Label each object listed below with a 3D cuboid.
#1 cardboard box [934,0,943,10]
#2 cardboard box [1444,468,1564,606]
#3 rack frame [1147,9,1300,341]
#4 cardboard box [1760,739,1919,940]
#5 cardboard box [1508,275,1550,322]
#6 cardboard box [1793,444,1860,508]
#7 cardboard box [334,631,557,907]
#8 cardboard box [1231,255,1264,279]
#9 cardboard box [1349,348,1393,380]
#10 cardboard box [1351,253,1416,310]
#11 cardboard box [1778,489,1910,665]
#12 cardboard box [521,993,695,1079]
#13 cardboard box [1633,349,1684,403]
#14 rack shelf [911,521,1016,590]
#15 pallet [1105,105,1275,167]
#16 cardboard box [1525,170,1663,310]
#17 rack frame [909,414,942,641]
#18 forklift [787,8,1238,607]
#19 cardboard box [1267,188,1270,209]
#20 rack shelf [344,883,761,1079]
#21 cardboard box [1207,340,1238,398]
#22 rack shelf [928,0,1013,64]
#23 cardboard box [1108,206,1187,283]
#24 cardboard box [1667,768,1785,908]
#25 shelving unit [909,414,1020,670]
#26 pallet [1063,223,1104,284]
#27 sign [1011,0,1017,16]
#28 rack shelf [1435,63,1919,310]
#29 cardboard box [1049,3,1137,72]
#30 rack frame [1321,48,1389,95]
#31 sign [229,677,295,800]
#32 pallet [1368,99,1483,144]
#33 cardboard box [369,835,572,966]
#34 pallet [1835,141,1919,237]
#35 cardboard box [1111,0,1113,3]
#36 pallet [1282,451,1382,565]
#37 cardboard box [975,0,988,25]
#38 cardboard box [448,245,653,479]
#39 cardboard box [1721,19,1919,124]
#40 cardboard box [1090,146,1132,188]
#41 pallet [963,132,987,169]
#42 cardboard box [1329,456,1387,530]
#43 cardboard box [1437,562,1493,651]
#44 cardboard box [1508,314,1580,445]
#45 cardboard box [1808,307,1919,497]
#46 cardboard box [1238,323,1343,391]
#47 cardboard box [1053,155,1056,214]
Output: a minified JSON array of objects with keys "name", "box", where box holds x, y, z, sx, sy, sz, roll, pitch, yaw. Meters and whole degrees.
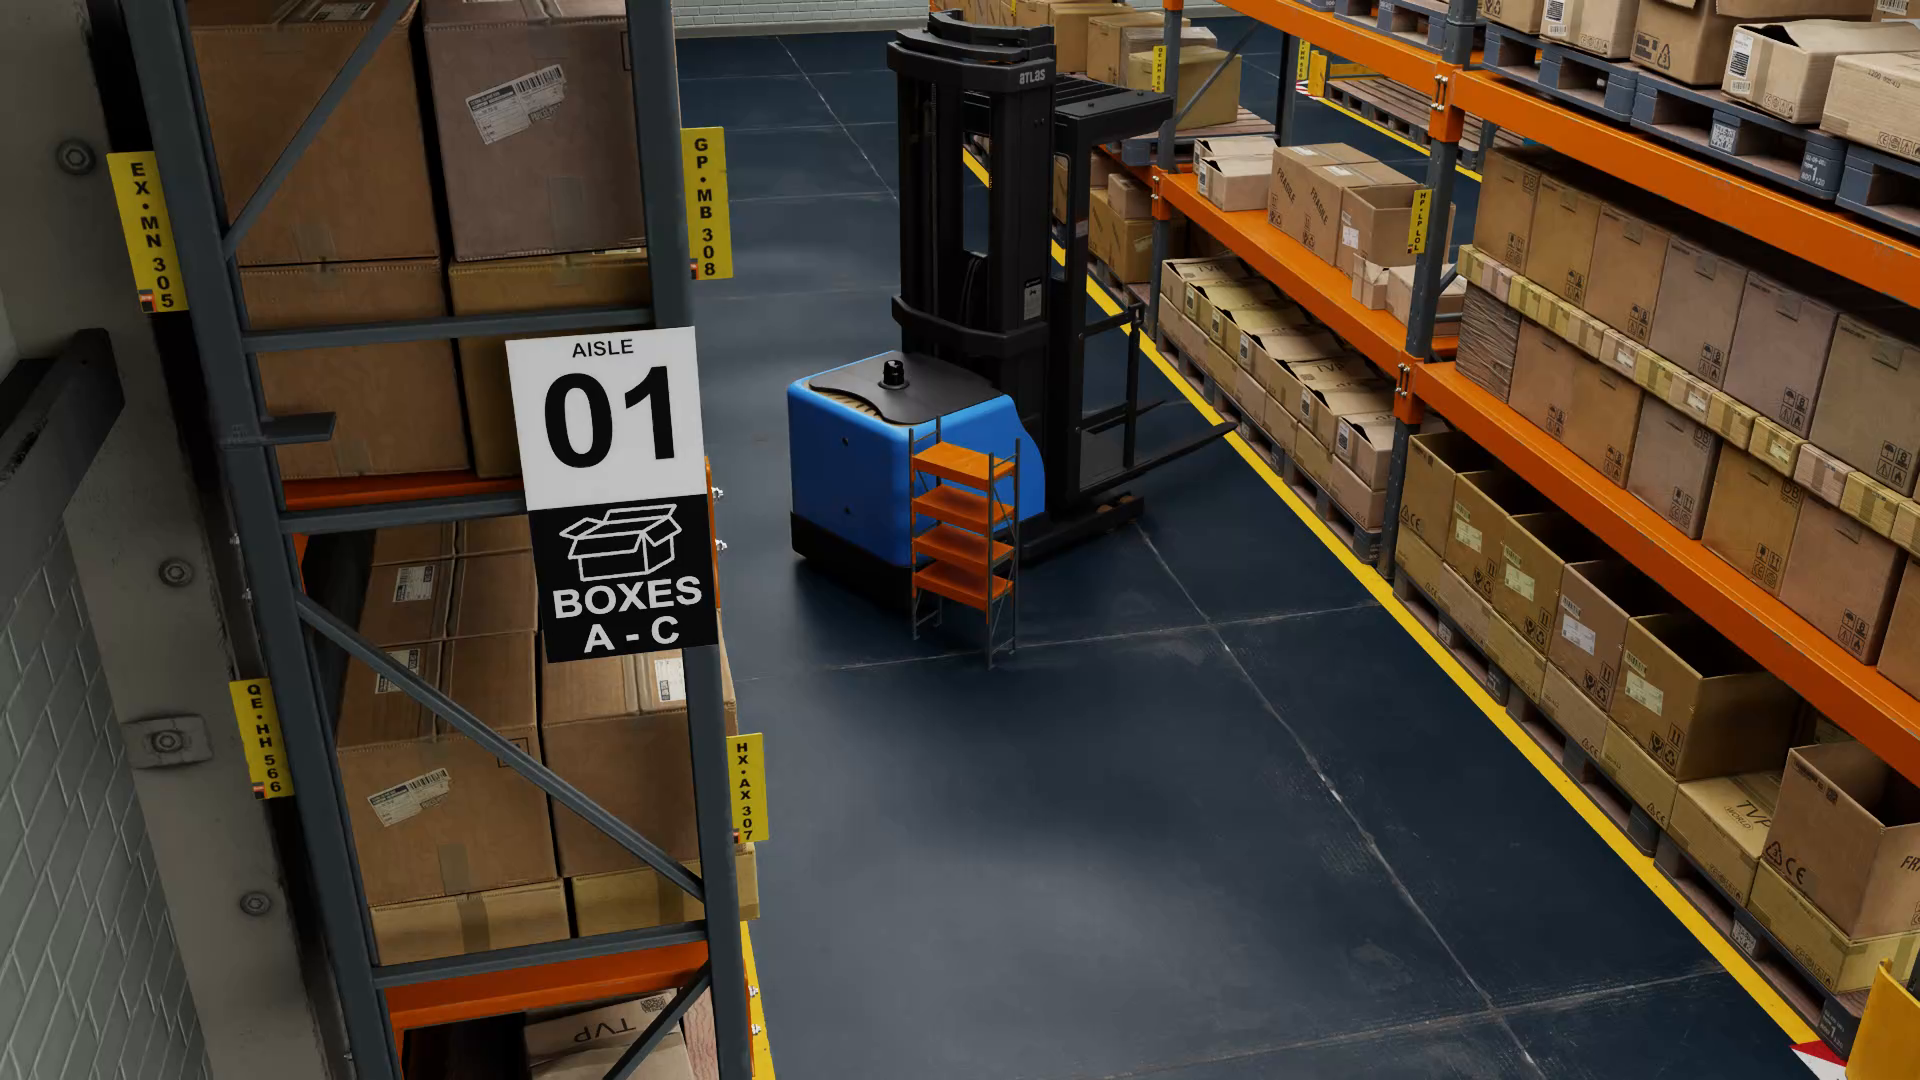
[{"name":"cardboard box","box":[-0.008,-6.278,18.749,0.500,0.500,0.500,-5,27,-11]},{"name":"cardboard box","box":[2.773,-0.028,8.230,0.500,0.500,0.500,-6,27,-12]},{"name":"rack frame","box":[1.952,-2.943,12.252,1.000,3.000,0.127,-6,27,-12]},{"name":"cardboard box","box":[3.344,1.069,6.057,0.500,0.500,0.500,-6,27,-12]},{"name":"cardboard box","box":[2.842,-1.161,7.889,0.380,0.149,0.250,-7,28,-13]},{"name":"cardboard box","box":[3.311,-0.252,6.089,0.380,0.149,0.250,-6,27,-11]},{"name":"cardboard box","box":[-1.384,0.611,4.522,0.500,0.500,0.500,-6,27,-12]},{"name":"cardboard box","box":[2.310,-1.949,12.245,0.500,0.311,0.500,-5,27,-10]},{"name":"cardboard box","box":[2.777,-1.052,10.468,0.500,0.311,0.500,-7,28,-13]},{"name":"cardboard box","box":[2.476,-1.495,9.531,0.396,0.266,0.258,-7,28,-13]},{"name":"cardboard box","box":[3.539,0.088,6.136,0.700,0.500,0.500,-5,27,-10]},{"name":"cardboard box","box":[-1.139,1.764,5.421,0.500,0.311,0.500,-9,28,-17]},{"name":"cardboard box","box":[3.078,-0.704,6.985,0.380,0.149,0.250,-6,27,-12]},{"name":"rack shelf","box":[0.020,0.075,8.419,0.480,0.148,0.258,19,32,32]},{"name":"pallet","box":[1.731,-3.148,12.871,1.213,0.211,1.003,-6,27,-12]},{"name":"cardboard box","box":[3.075,-1.395,7.635,0.700,0.500,0.500,-6,27,-12]},{"name":"rack frame","box":[-0.175,-0.051,8.520,0.015,1.200,0.240,19,32,32]},{"name":"forklift","box":[0.462,-1.501,9.472,3.031,2.935,1.130,-23,35,-37]},{"name":"cardboard box","box":[2.294,-2.277,11.211,0.380,0.149,0.250,-4,27,-8]},{"name":"rack shelf","box":[-1.521,0.517,6.196,1.077,0.370,4.000,-6,27,-12]},{"name":"cardboard box","box":[2.021,-1.195,11.375,0.500,0.250,0.500,-7,28,-13]},{"name":"rack shelf","box":[0.600,-5.256,17.633,1.077,0.370,4.000,-6,27,-12]},{"name":"cardboard box","box":[1.513,-2.411,13.483,0.500,0.500,0.500,-5,27,-10]},{"name":"cardboard box","box":[3.222,1.185,6.659,0.500,0.250,0.500,-6,27,-12]},{"name":"shelving unit","box":[0.020,0.015,8.389,0.503,1.200,0.258,19,32,32]},{"name":"pallet","box":[1.549,-2.564,14.597,1.003,0.211,1.213,-6,27,-12]},{"name":"sign","box":[0.524,-5.027,15.421,0.100,0.325,0.005,-6,27,-12]},{"name":"rack shelf","box":[3.304,-1.327,6.520,1.077,0.370,4.000,-6,27,-12]},{"name":"cardboard box","box":[1.156,-4.405,14.572,0.700,0.500,0.500,-2,27,-3]},{"name":"rack frame","box":[4.976,-6.957,20.204,1.000,3.000,0.127,-6,27,-12]},{"name":"sign","box":[-1.616,0.463,3.868,0.100,0.325,0.005,-6,27,-12]},{"name":"pallet","box":[5.395,-4.811,19.048,1.003,0.211,1.213,-6,27,-12]},{"name":"cardboard box","box":[-1.365,0.946,4.691,0.500,0.250,0.500,-6,27,-11]},{"name":"pallet","box":[3.621,-1.044,5.258,1.003,0.211,1.213,-6,27,-12]},{"name":"cardboard box","box":[1.218,-5.426,15.950,0.500,0.500,0.500,-5,27,-10]},{"name":"pallet","box":[2.649,-0.262,10.035,1.003,0.211,1.213,-6,27,-12]},{"name":"cardboard box","box":[0.452,-5.389,16.986,0.500,0.500,0.500,-5,27,-10]},{"name":"cardboard box","box":[-0.902,-0.491,3.933,0.500,0.500,0.500,-5,27,-10]},{"name":"cardboard box","box":[3.113,-1.703,5.944,0.500,0.311,0.500,-3,27,-6]},{"name":"cardboard box","box":[1.261,-3.218,14.251,0.500,0.250,0.500,-6,27,-13]},{"name":"pallet","box":[0.618,-4.293,18.021,1.003,0.211,1.213,-6,27,-12]},{"name":"cardboard box","box":[2.478,-0.300,9.601,0.500,0.250,0.500,-6,27,-12]},{"name":"cardboard box","box":[2.770,0.307,8.398,0.500,0.250,0.500,-6,27,-12]},{"name":"cardboard box","box":[3.085,-0.807,7.909,0.700,0.500,0.500,-6,27,-12]},{"name":"cardboard box","box":[3.526,-0.515,5.890,0.700,0.500,0.500,-7,28,-13]},{"name":"cardboard box","box":[2.140,-1.214,10.790,0.500,0.311,0.500,-6,27,-12]},{"name":"cardboard box","box":[1.053,-3.310,15.264,0.500,0.500,0.500,-6,27,-11]}]
